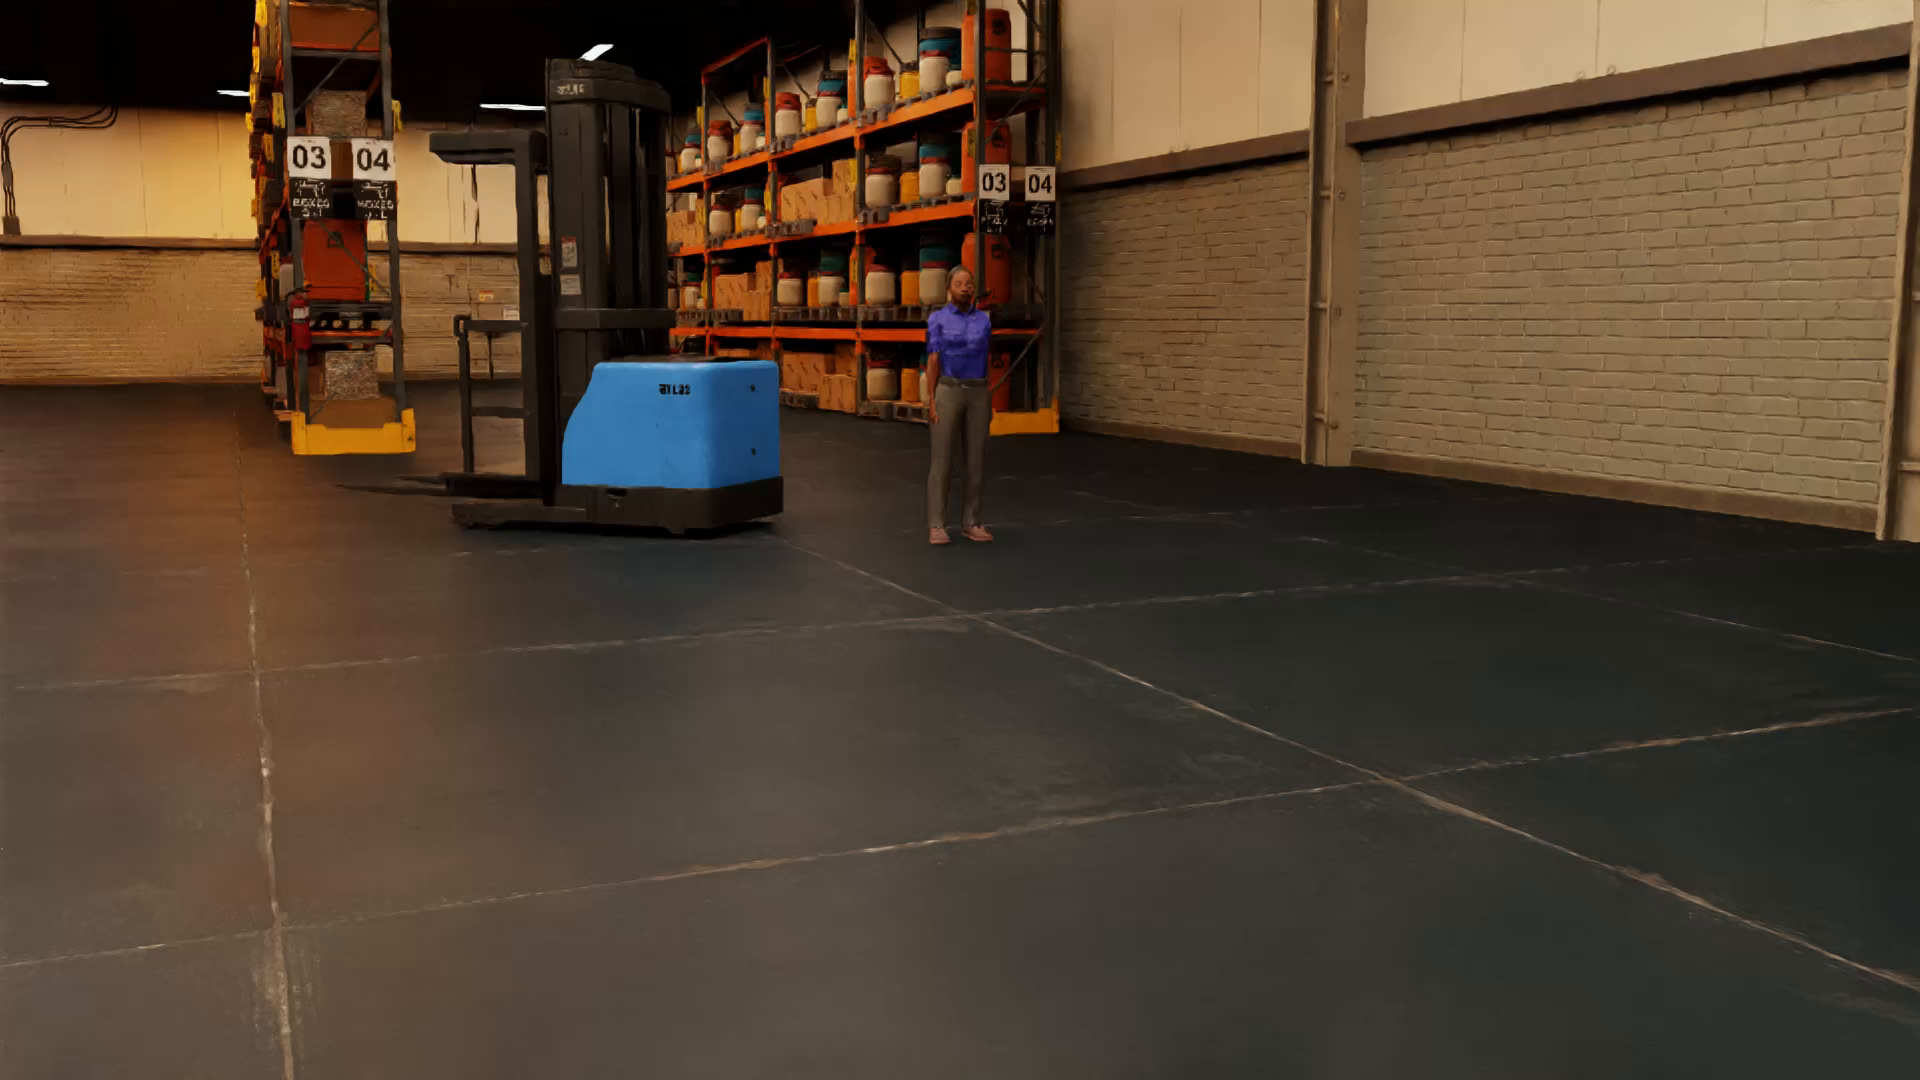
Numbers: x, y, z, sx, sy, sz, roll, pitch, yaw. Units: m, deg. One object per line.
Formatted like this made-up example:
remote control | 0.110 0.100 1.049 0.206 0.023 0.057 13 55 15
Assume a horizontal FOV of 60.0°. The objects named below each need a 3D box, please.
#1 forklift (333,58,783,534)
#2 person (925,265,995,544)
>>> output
forklift | -2.745 -1.582 10.943 3.031 2.935 1.130 3 8 21
person | 0.003 -0.818 10.021 0.446 1.662 0.320 -3 8 -23
